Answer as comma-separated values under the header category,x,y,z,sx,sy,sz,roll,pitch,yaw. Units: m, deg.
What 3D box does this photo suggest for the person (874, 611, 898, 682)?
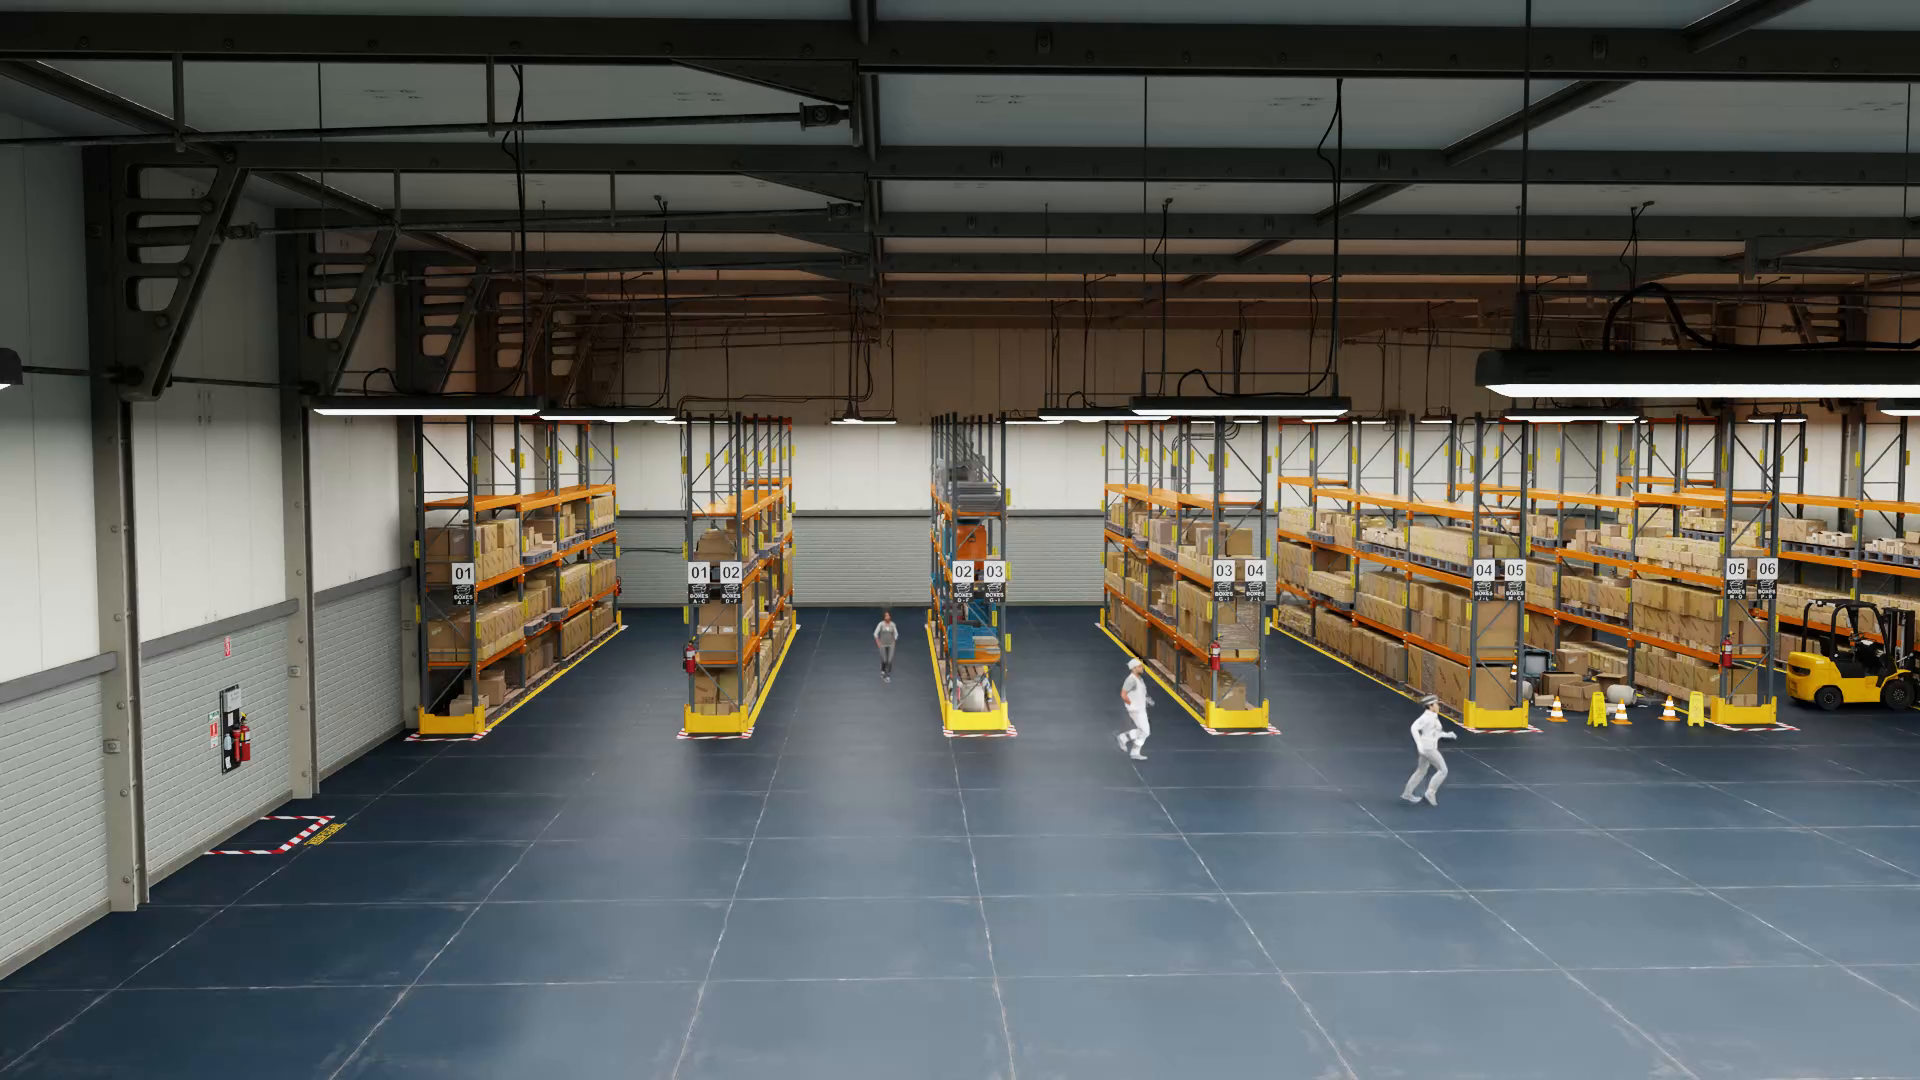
category,x,y,z,sx,sy,sz,roll,pitch,yaw
person,-1.640,2.399,36.772,0.507,1.480,0.503,-1,4,-10

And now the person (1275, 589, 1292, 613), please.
category,x,y,z,sx,sy,sz,roll,pitch,yaw
person,9.596,1.564,49.196,0.506,1.670,0.964,1,4,17

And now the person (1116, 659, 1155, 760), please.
category,x,y,z,sx,sy,sz,roll,pitch,yaw
person,3.018,2.910,28.599,0.601,1.738,0.658,2,4,23

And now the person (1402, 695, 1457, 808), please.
category,x,y,z,sx,sy,sz,roll,pitch,yaw
person,7.074,3.176,25.069,0.783,1.714,0.572,1,4,16
